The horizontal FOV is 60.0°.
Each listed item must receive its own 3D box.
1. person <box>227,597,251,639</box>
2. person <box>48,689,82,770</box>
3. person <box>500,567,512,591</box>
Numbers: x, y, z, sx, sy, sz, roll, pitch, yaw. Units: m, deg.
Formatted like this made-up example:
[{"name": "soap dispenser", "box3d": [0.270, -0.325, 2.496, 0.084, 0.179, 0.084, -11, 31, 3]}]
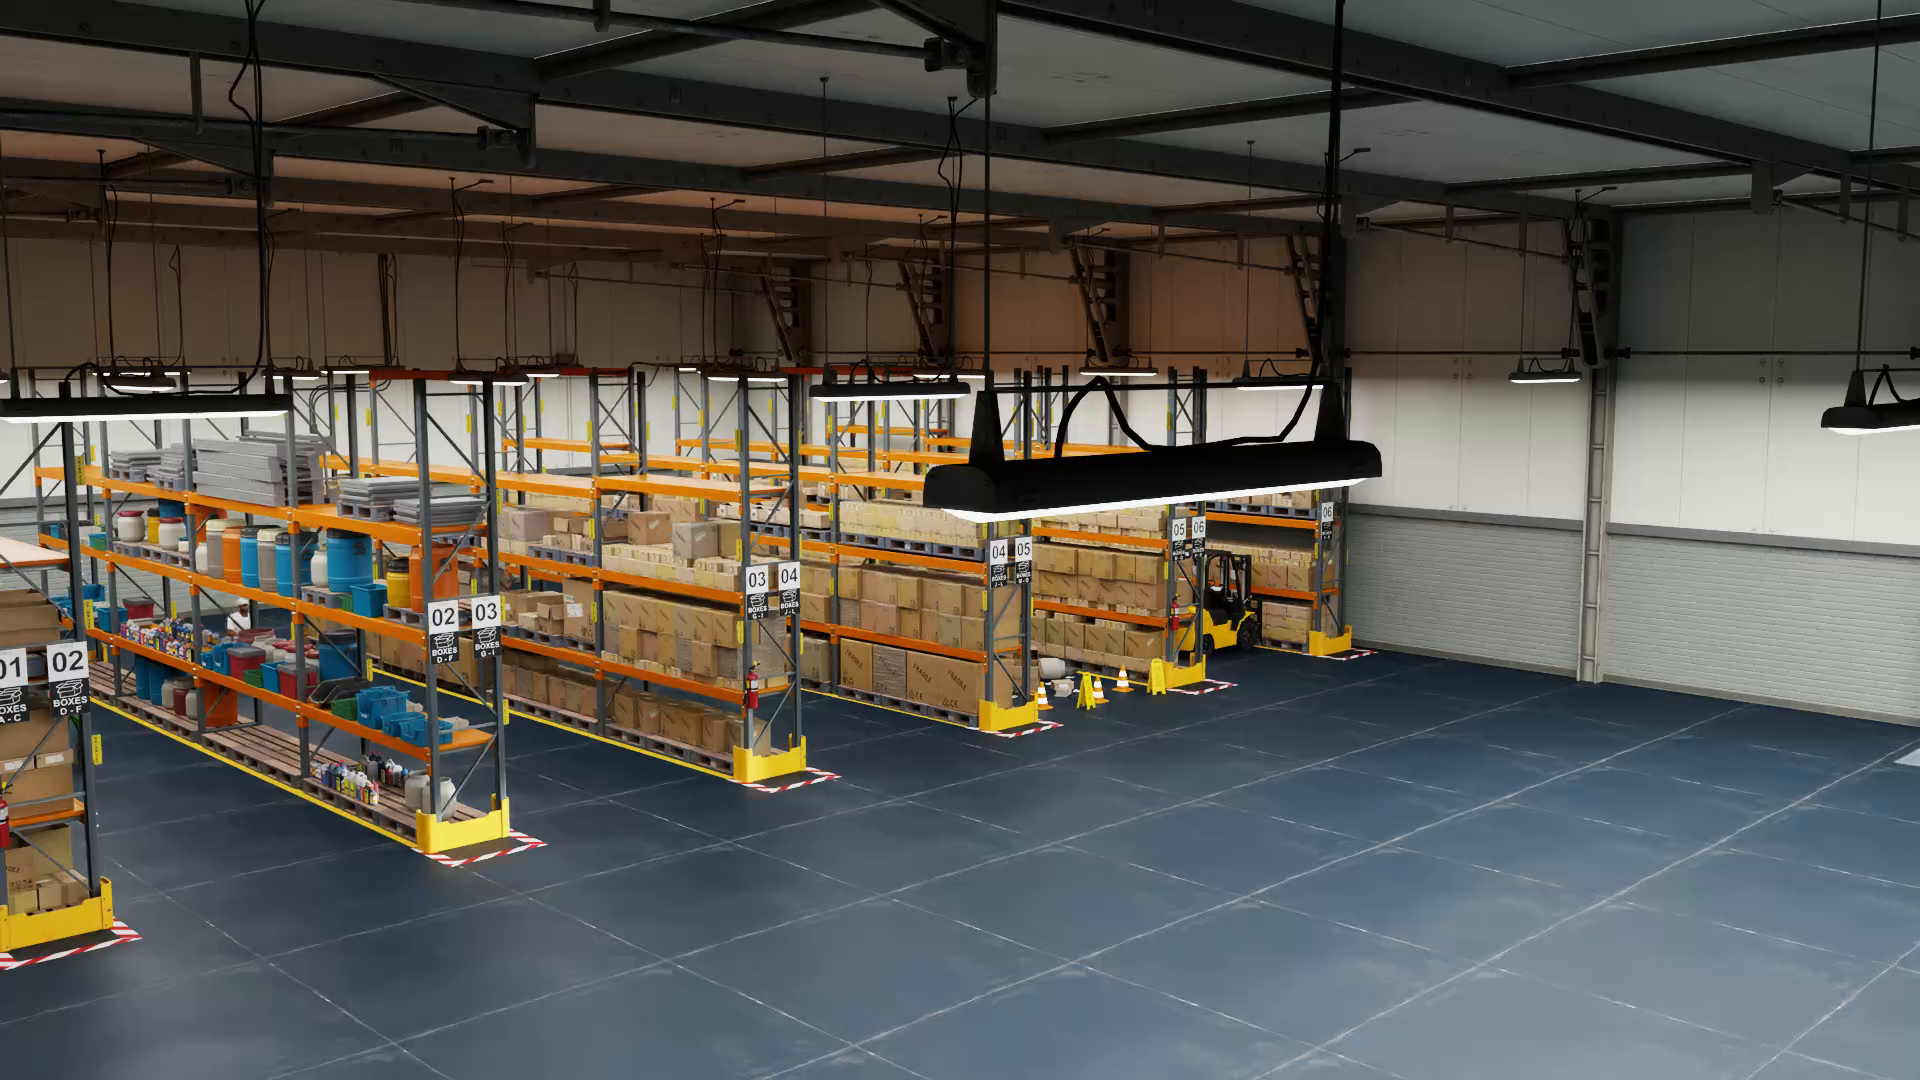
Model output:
[{"name": "person", "box3d": [-13.382, 1.970, 31.026, 0.794, 1.818, 0.641, 4, 8, 33]}, {"name": "person", "box3d": [-13.493, 2.613, 25.149, 0.835, 1.831, 0.588, 5, 8, 35]}, {"name": "person", "box3d": [-10.231, 1.375, 37.116, 0.593, 1.574, 0.682, -4, 8, -32]}]
